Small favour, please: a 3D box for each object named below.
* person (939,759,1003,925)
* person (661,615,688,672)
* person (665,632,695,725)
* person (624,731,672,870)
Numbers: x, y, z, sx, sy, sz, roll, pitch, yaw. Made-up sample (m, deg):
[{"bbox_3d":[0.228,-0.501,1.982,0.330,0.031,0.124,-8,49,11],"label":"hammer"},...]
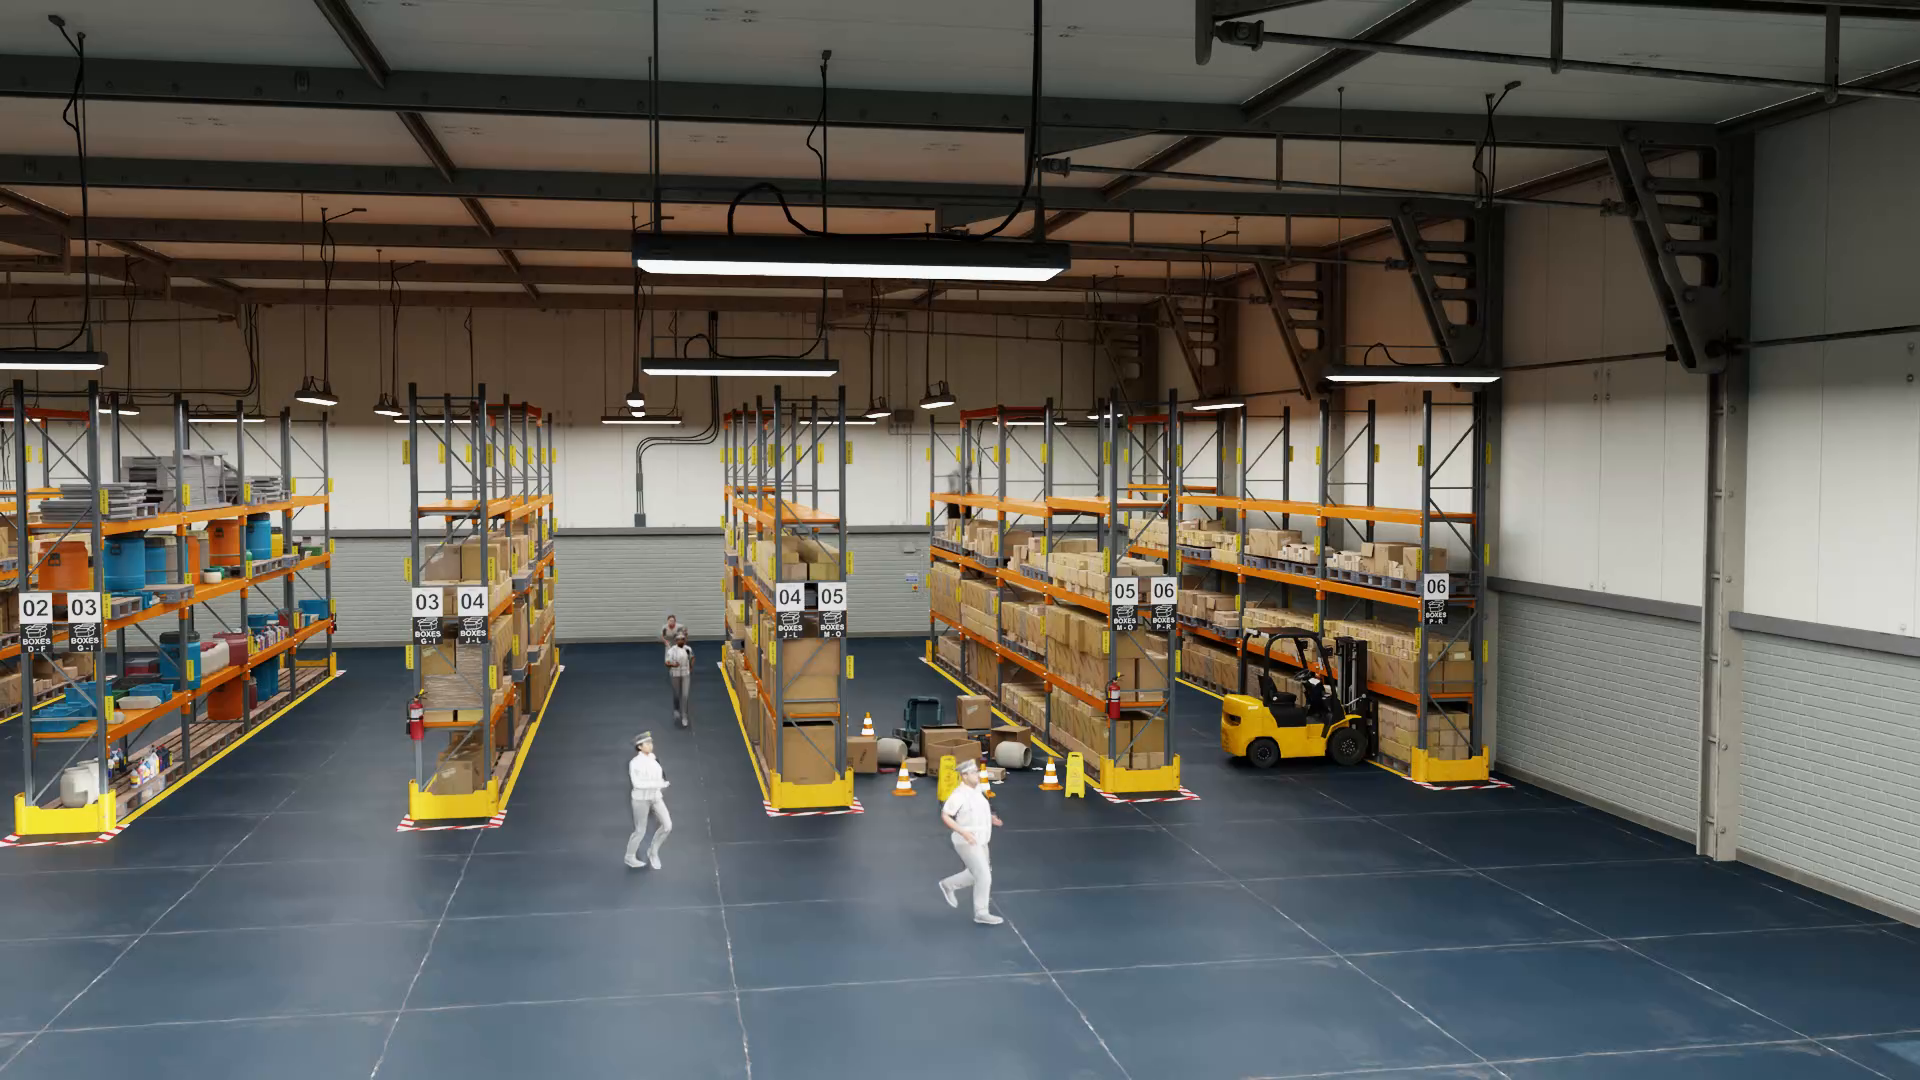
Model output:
[{"bbox_3d":[0.105,3.218,17.883,0.809,1.747,0.675,1,3,27],"label":"person"},{"bbox_3d":[-6.334,2.394,36.925,0.578,1.519,0.808,0,3,-4],"label":"person"},{"bbox_3d":[-5.216,2.554,31.073,0.581,1.699,0.876,-1,3,-15],"label":"person"},{"bbox_3d":[-3.741,3.141,20.015,0.659,1.699,0.581,2,3,30],"label":"person"}]
